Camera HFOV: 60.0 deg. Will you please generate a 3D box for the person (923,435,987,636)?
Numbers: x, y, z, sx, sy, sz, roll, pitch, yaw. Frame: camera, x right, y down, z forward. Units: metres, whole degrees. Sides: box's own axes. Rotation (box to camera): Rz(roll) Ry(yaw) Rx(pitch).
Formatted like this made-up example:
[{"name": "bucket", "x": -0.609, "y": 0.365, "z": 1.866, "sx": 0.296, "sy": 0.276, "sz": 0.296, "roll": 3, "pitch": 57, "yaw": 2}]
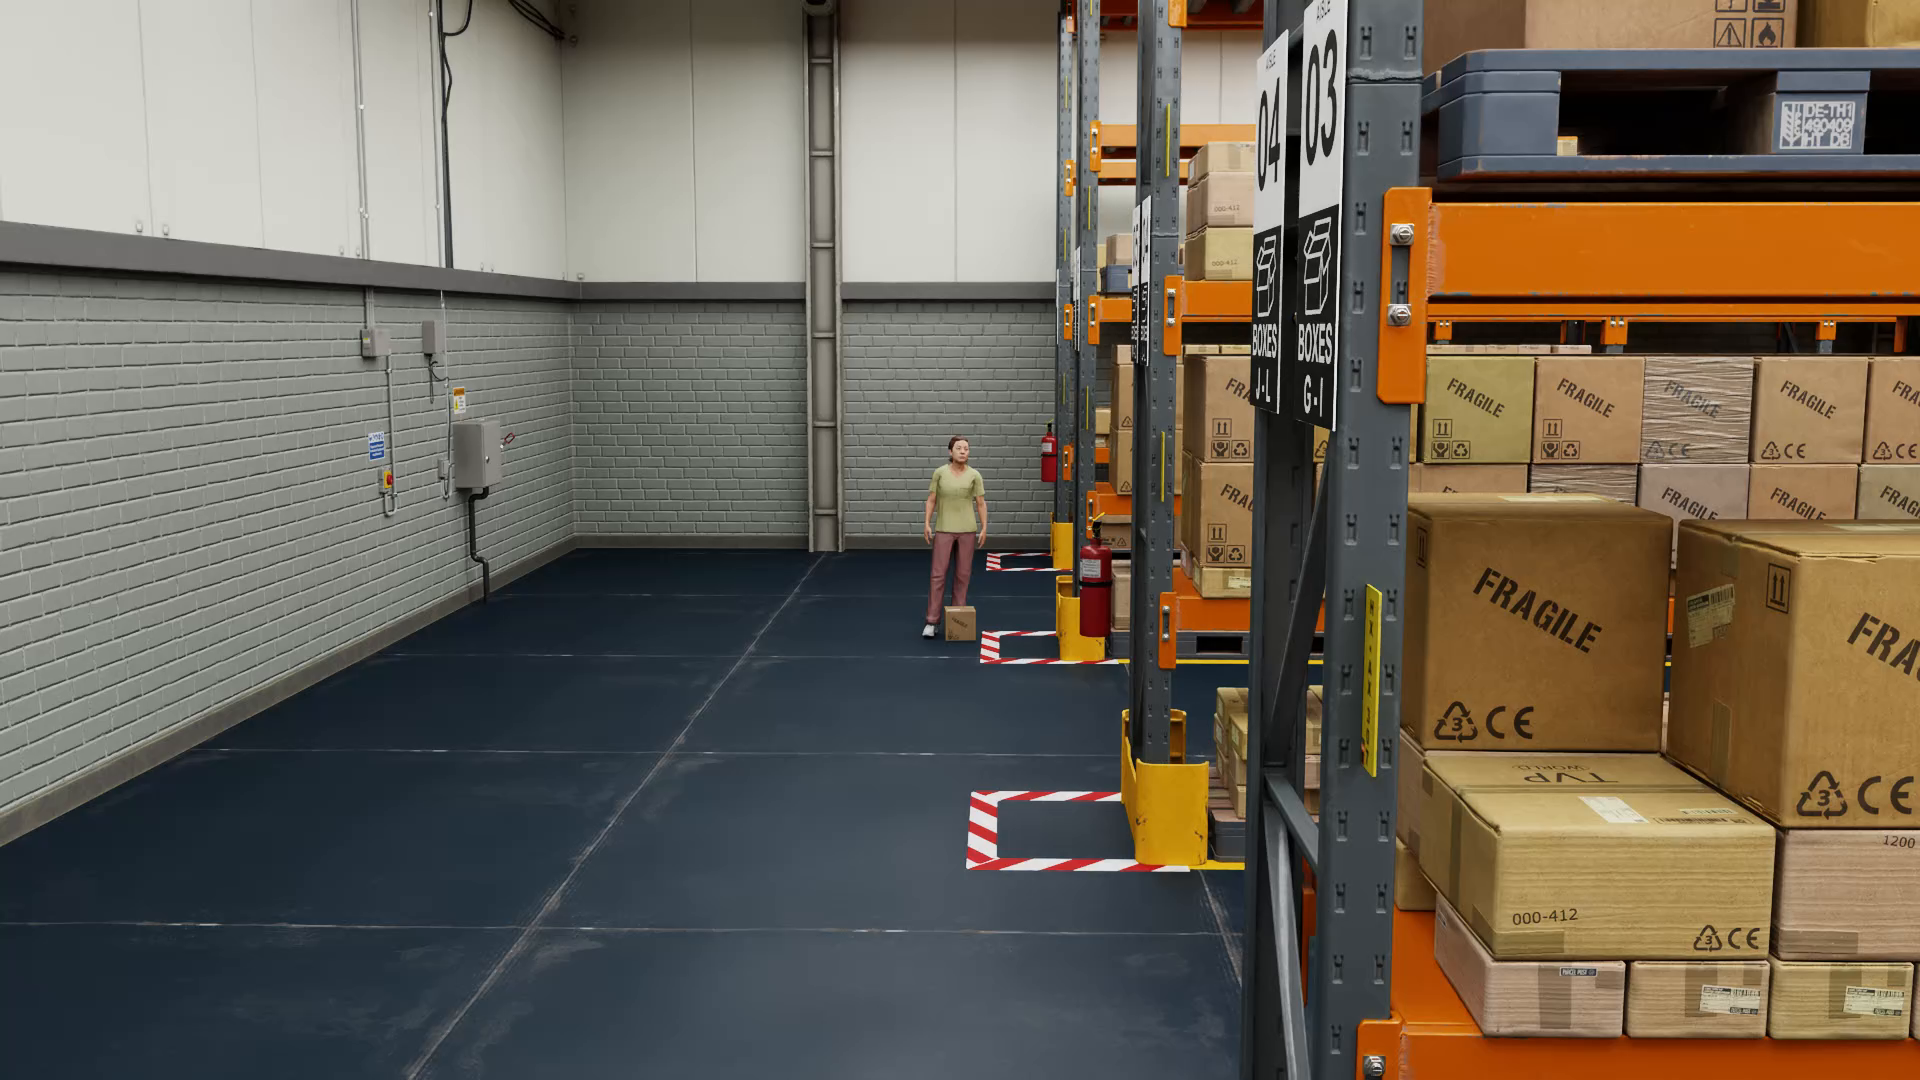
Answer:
[{"name": "person", "x": -0.043, "y": -0.043, "z": 14.045, "sx": 0.554, "sy": 1.676, "sz": 0.549, "roll": 0, "pitch": 7, "yaw": -2}]
